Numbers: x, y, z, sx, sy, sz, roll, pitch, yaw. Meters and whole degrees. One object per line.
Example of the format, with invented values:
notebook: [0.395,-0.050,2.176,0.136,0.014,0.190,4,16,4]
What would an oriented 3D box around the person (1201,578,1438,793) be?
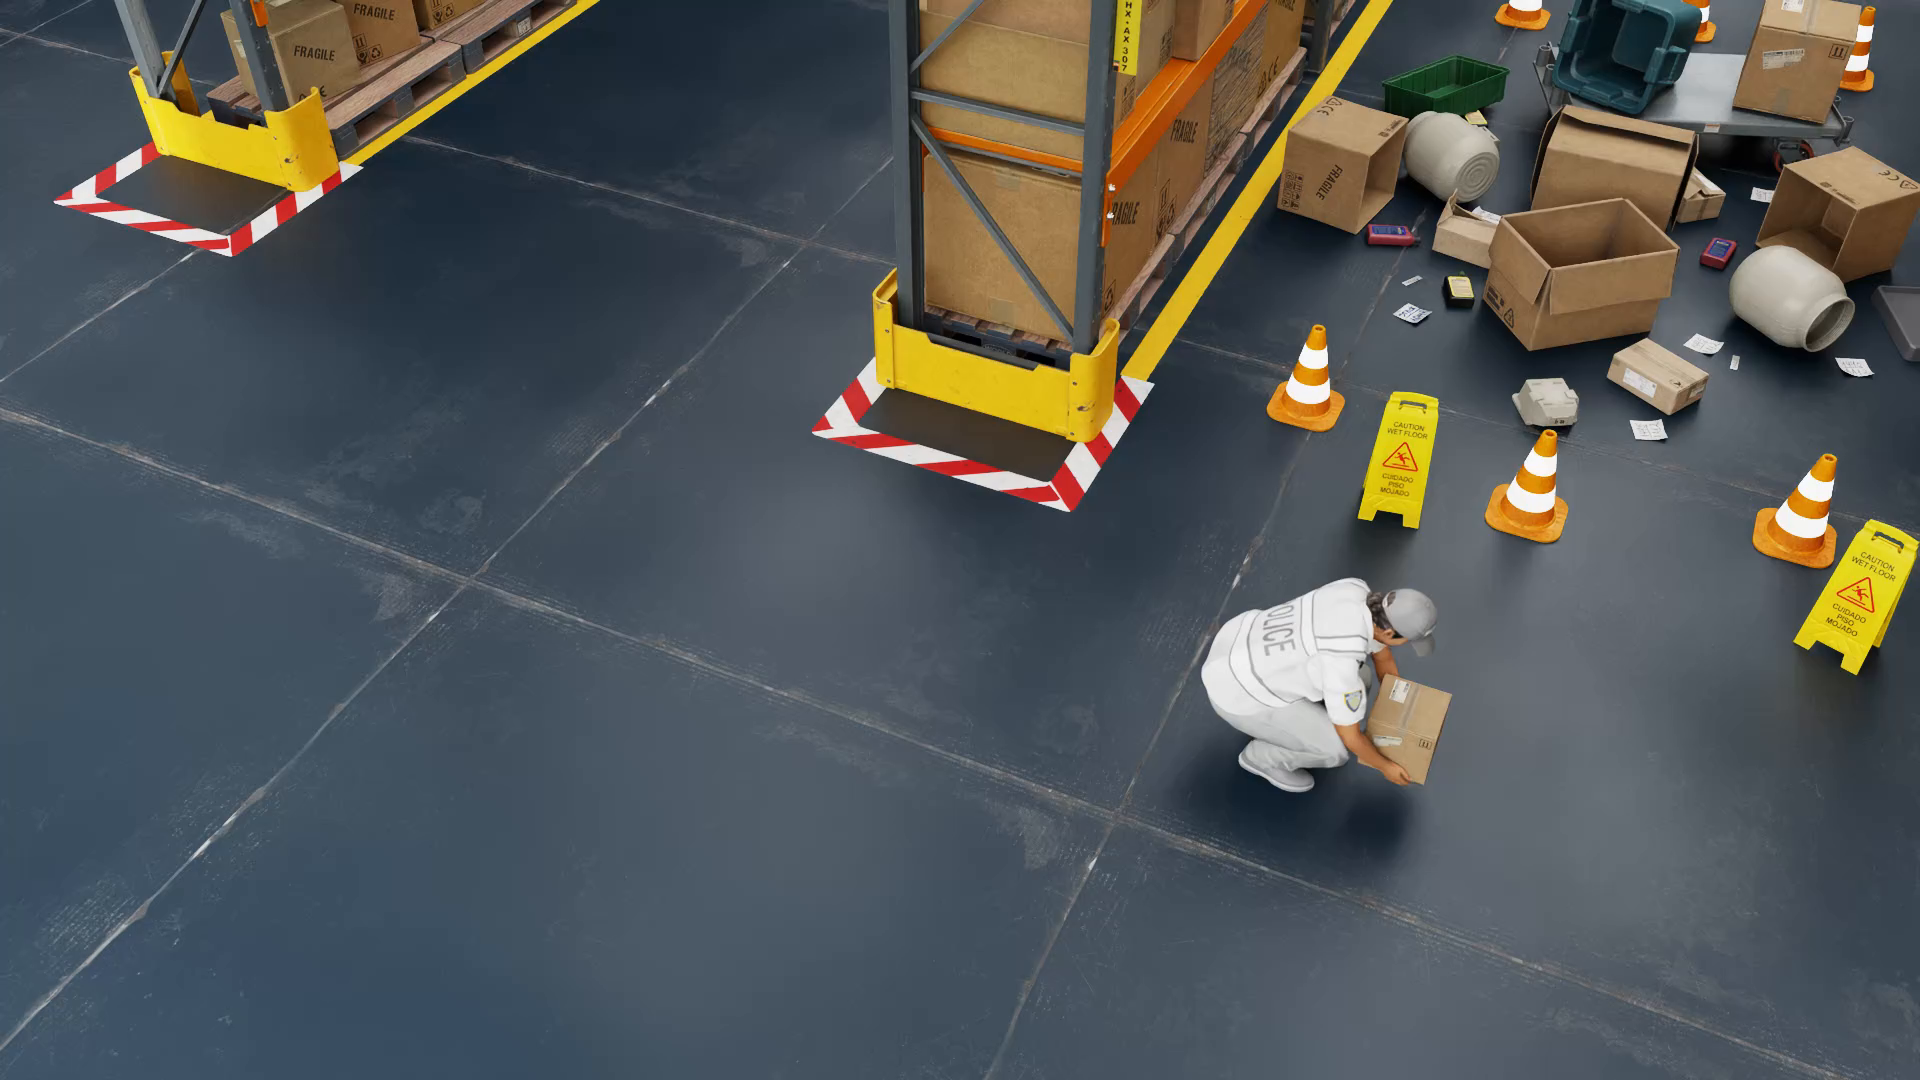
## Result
person: [1.335,0.497,6.163,0.842,0.939,0.525,17,45,18]
